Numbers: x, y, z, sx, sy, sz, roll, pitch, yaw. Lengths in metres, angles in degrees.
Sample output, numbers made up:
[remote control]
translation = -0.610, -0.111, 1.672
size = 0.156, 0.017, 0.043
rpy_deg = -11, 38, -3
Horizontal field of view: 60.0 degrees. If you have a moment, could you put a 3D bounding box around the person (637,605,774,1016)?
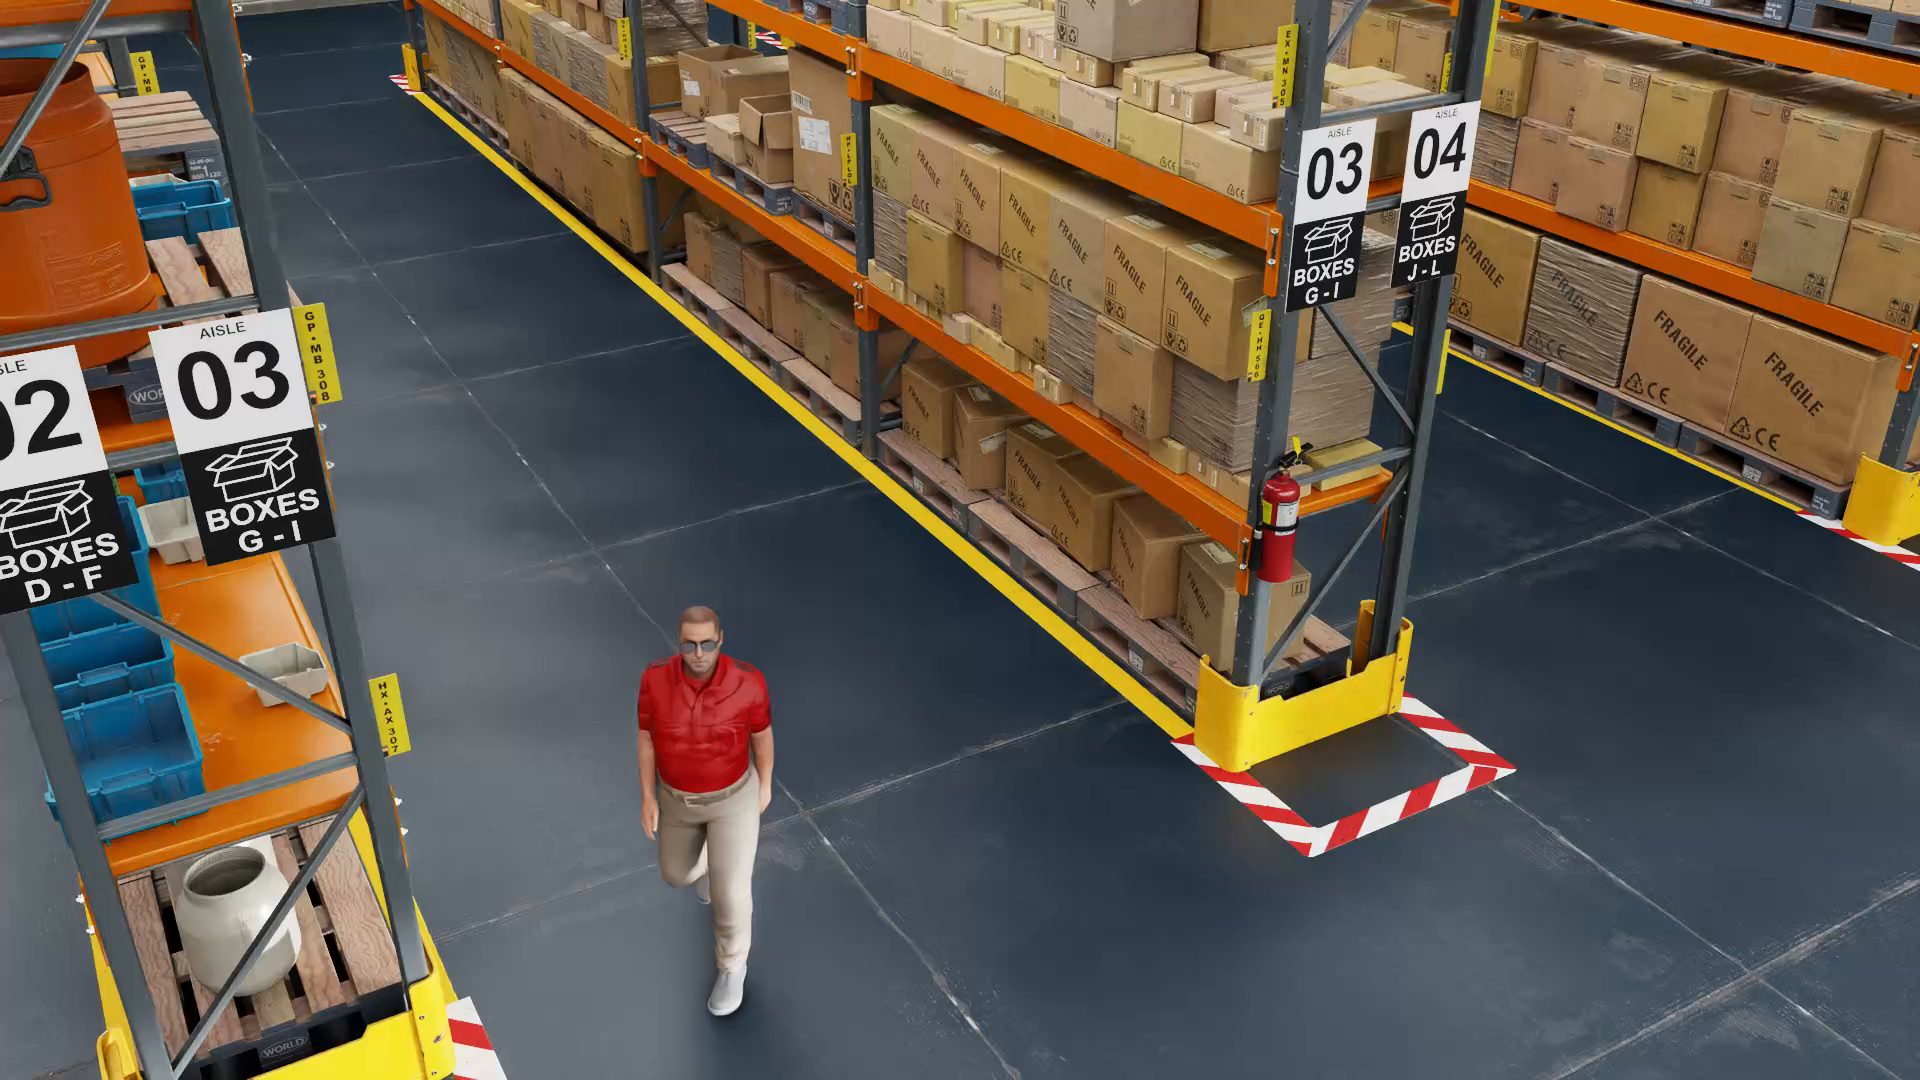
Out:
[person]
translation = -1.014, 1.000, 6.735
size = 0.529, 1.687, 0.862
rpy_deg = 2, 29, 4
